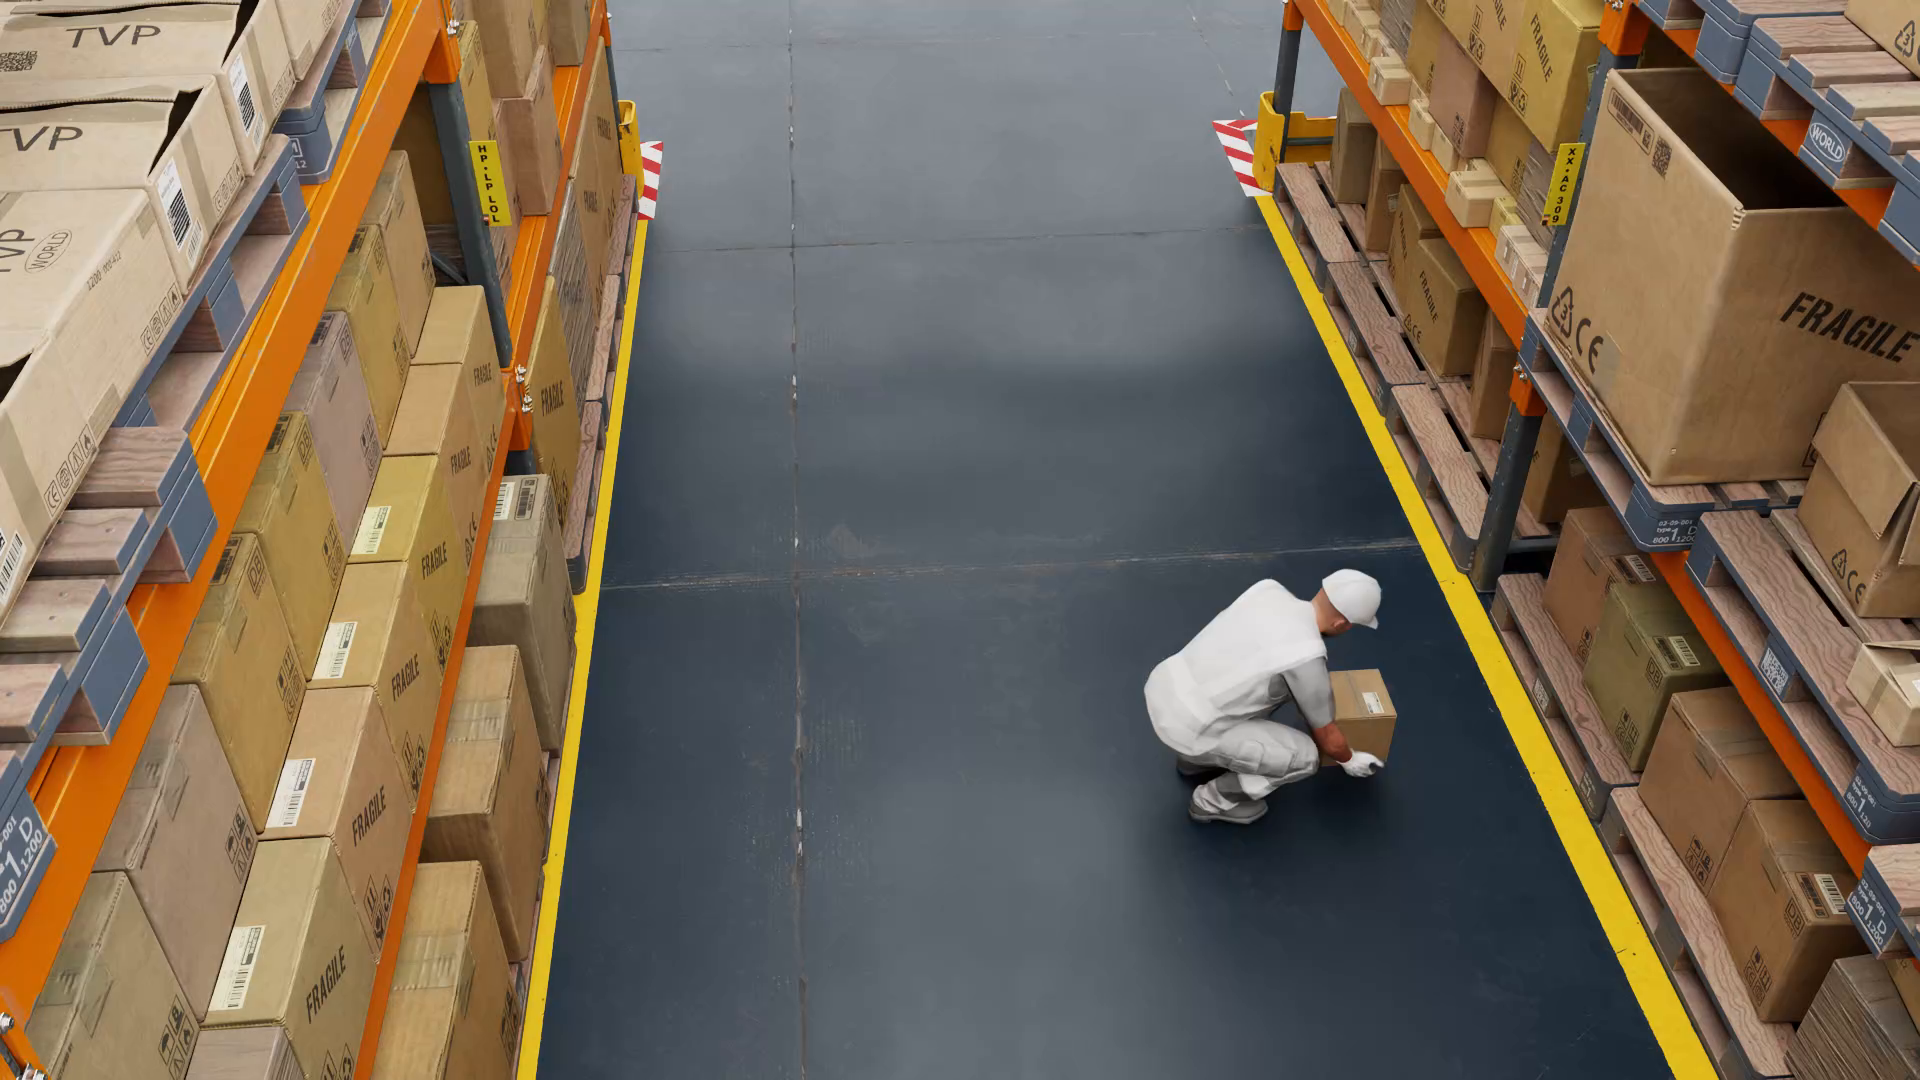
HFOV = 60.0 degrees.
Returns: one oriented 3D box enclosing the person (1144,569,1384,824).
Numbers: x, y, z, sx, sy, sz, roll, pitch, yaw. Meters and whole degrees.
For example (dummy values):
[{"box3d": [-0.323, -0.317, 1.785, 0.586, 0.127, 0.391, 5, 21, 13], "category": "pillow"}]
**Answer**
[{"box3d": [1.120, 0.546, 6.098, 0.879, 0.991, 0.573, -3, 39, -4], "category": "person"}]
